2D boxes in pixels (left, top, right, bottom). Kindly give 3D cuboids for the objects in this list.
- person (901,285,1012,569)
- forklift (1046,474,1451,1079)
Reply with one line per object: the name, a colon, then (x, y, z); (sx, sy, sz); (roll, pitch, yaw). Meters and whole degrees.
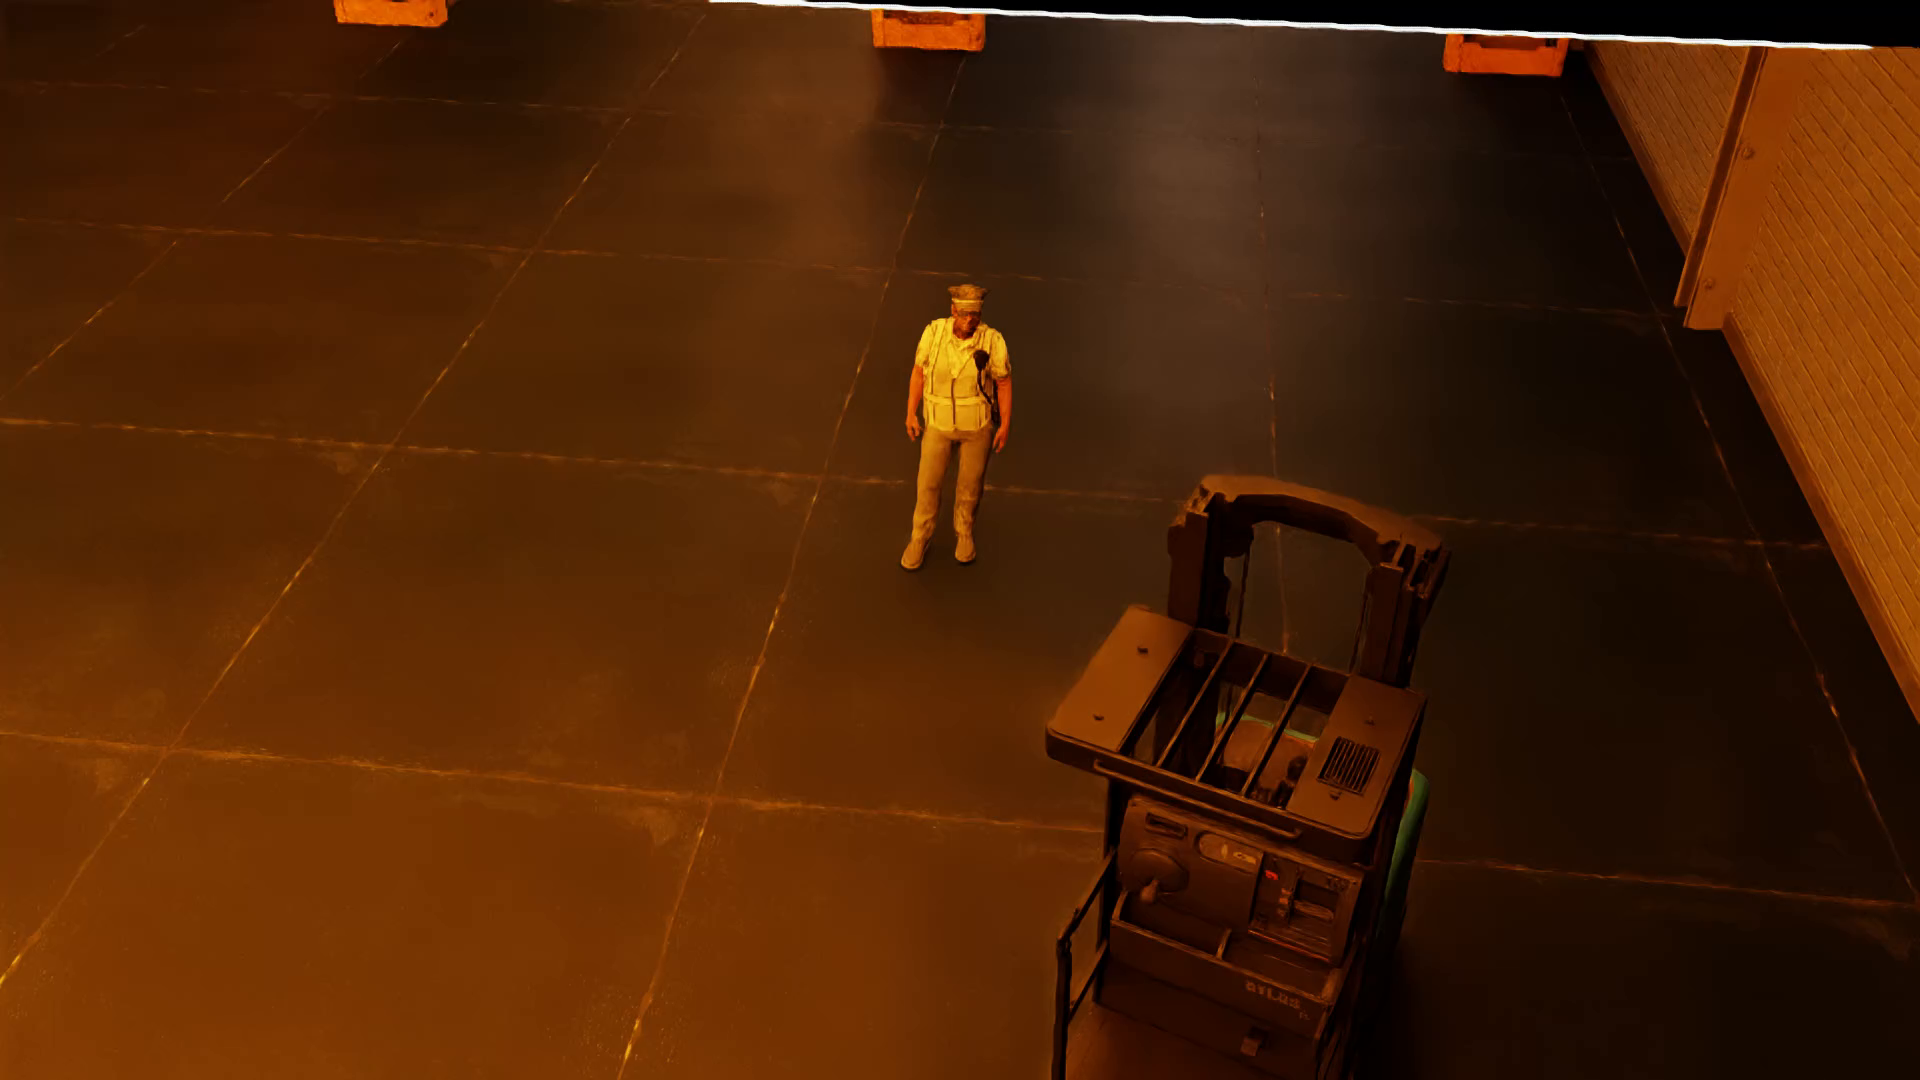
person: (-0.021, -0.679, 9.905); (0.640, 1.781, 0.574); (4, 37, 6)
forklift: (0.960, 1.356, 6.190); (1.130, 2.935, 3.031); (17, 40, 21)
